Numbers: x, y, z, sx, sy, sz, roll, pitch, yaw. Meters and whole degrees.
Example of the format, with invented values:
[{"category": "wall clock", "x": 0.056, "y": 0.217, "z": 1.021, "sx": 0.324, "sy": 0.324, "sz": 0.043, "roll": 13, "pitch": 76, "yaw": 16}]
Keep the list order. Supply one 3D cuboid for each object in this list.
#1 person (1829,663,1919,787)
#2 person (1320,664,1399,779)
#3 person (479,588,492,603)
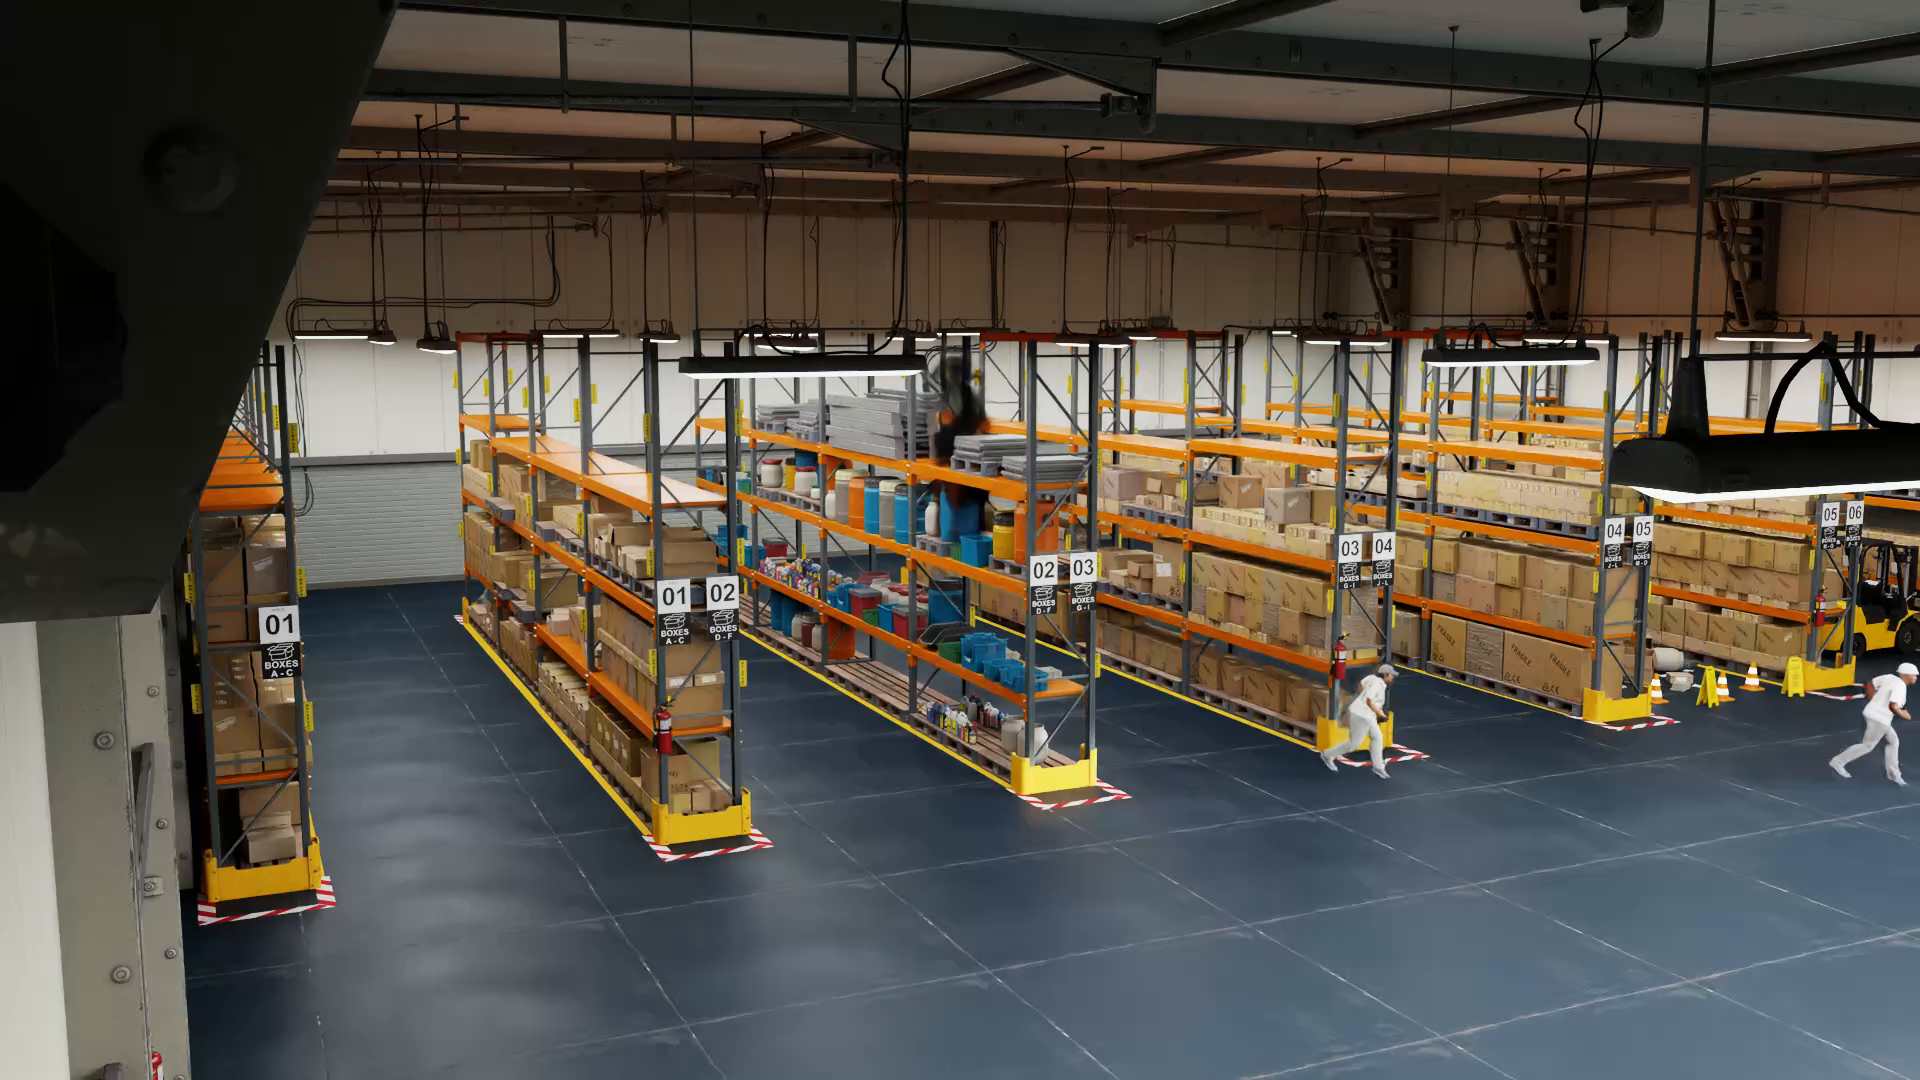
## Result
[{"category": "person", "x": 12.382, "y": 2.493, "z": 22.532, "sx": 1.057, "sy": 1.711, "sz": 0.744, "roll": 1, "pitch": 8, "yaw": 10}, {"category": "person", "x": 5.496, "y": 2.495, "z": 22.905, "sx": 1.028, "sy": 1.627, "sz": 0.641, "roll": 1, "pitch": 8, "yaw": 6}, {"category": "person", "x": -10.016, "y": 0.651, "z": 36.080, "sx": 0.906, "sy": 1.722, "sz": 0.634, "roll": 0, "pitch": 8, "yaw": -1}]
